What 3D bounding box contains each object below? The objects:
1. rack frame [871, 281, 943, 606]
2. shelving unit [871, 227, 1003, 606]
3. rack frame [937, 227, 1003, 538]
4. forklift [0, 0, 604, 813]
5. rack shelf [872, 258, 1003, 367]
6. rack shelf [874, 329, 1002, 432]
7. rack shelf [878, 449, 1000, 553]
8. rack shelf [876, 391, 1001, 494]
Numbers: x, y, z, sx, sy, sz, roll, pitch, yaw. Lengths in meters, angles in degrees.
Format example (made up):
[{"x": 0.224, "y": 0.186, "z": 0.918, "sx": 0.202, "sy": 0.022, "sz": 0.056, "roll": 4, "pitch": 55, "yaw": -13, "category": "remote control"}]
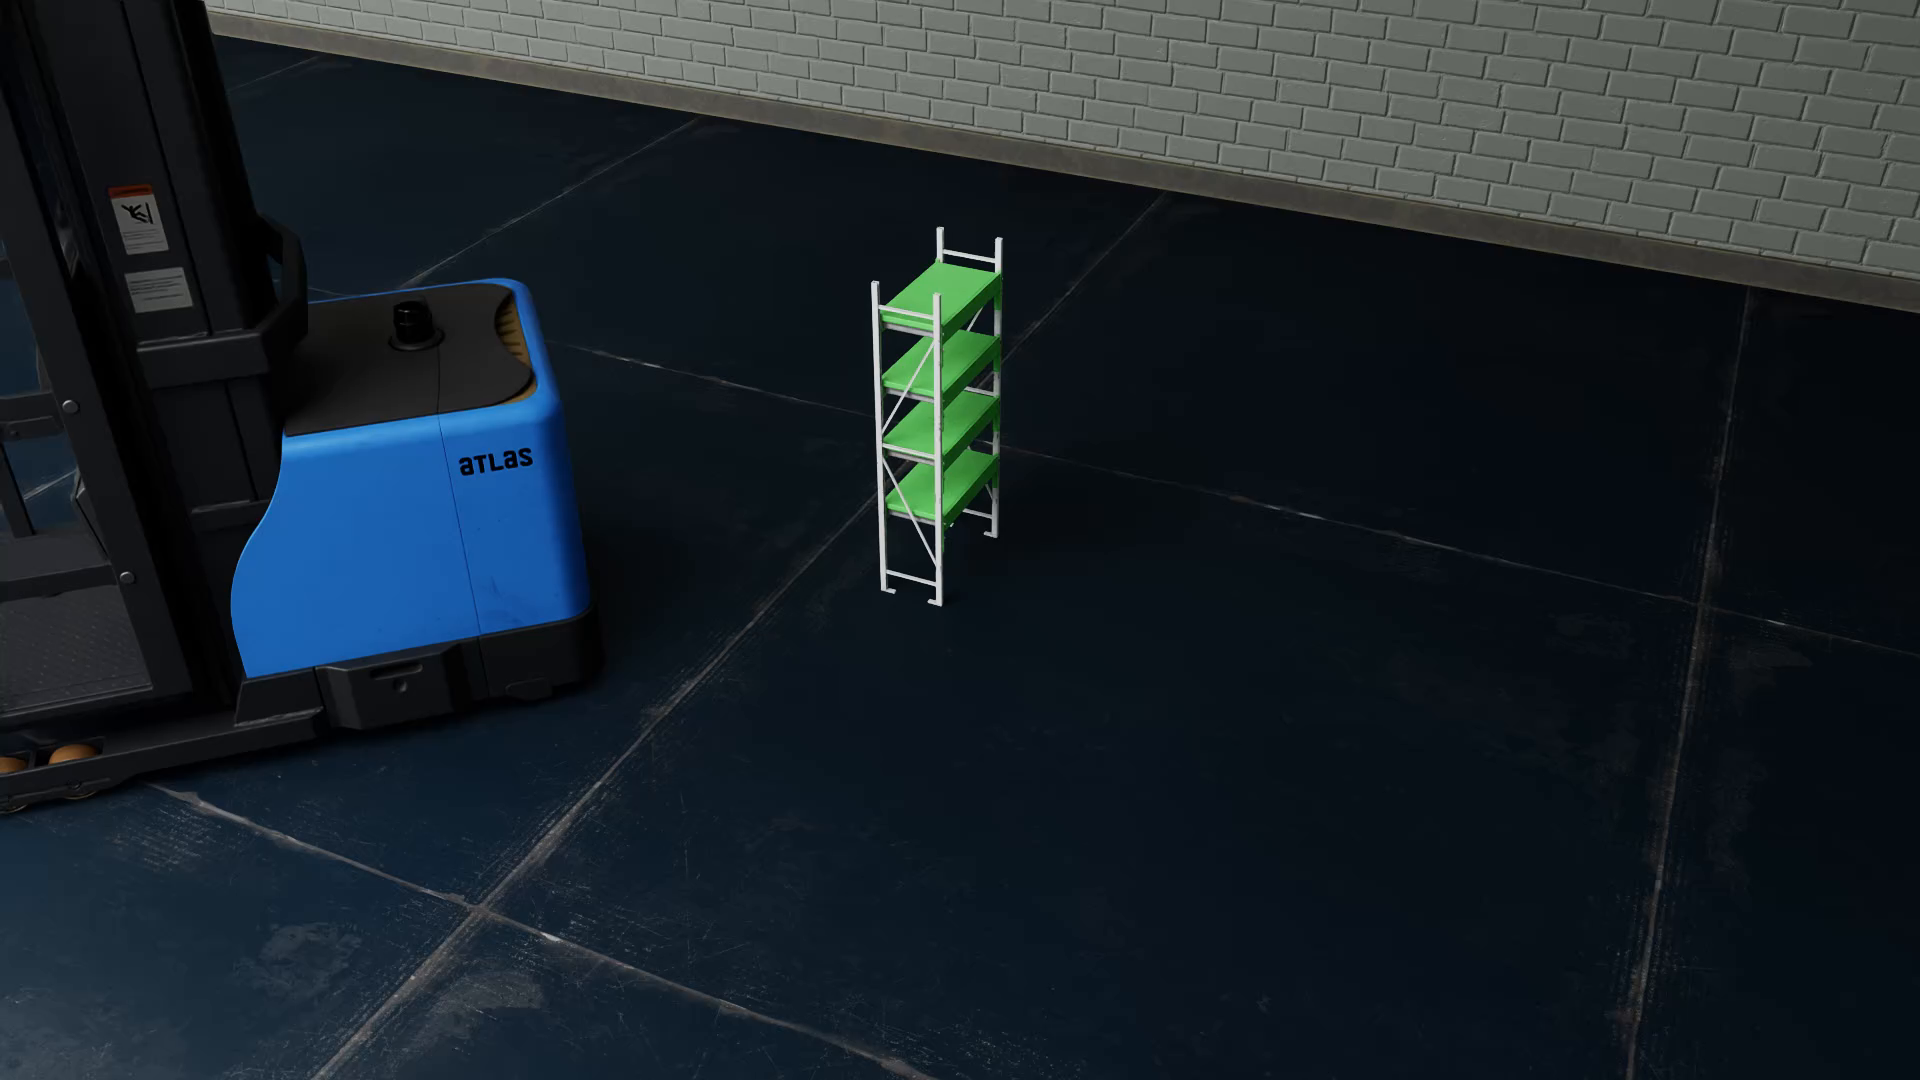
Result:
[{"x": -0.171, "y": -0.298, "z": 5.610, "sx": 0.240, "sy": 1.200, "sz": 0.015, "roll": 14, "pitch": 36, "yaw": 20, "category": "rack frame"}, {"x": -0.069, "y": -0.419, "z": 5.795, "sx": 0.258, "sy": 1.200, "sz": 0.503, "roll": 14, "pitch": 36, "yaw": 20, "category": "shelving unit"}, {"x": 0.033, "y": -0.541, "z": 5.981, "sx": 0.240, "sy": 1.200, "sz": 0.015, "roll": 14, "pitch": 36, "yaw": 20, "category": "rack frame"}, {"x": -2.753, "y": -0.731, "z": 4.692, "sx": 3.031, "sy": 2.935, "sz": 1.130, "roll": -10, "pitch": 35, "yaw": -15, "category": "forklift"}, {"x": -0.069, "y": -0.767, "z": 5.567, "sx": 0.258, "sy": 0.148, "sz": 0.480, "roll": 14, "pitch": 36, "yaw": 20, "category": "rack shelf"}, {"x": -0.069, "y": -0.567, "z": 5.699, "sx": 0.258, "sy": 0.148, "sz": 0.480, "roll": 14, "pitch": 36, "yaw": 20, "category": "rack shelf"}, {"x": -0.069, "y": -0.165, "z": 5.962, "sx": 0.258, "sy": 0.148, "sz": 0.480, "roll": 14, "pitch": 36, "yaw": 20, "category": "rack shelf"}, {"x": -0.069, "y": -0.366, "z": 5.830, "sx": 0.258, "sy": 0.148, "sz": 0.480, "roll": 14, "pitch": 36, "yaw": 20, "category": "rack shelf"}]
